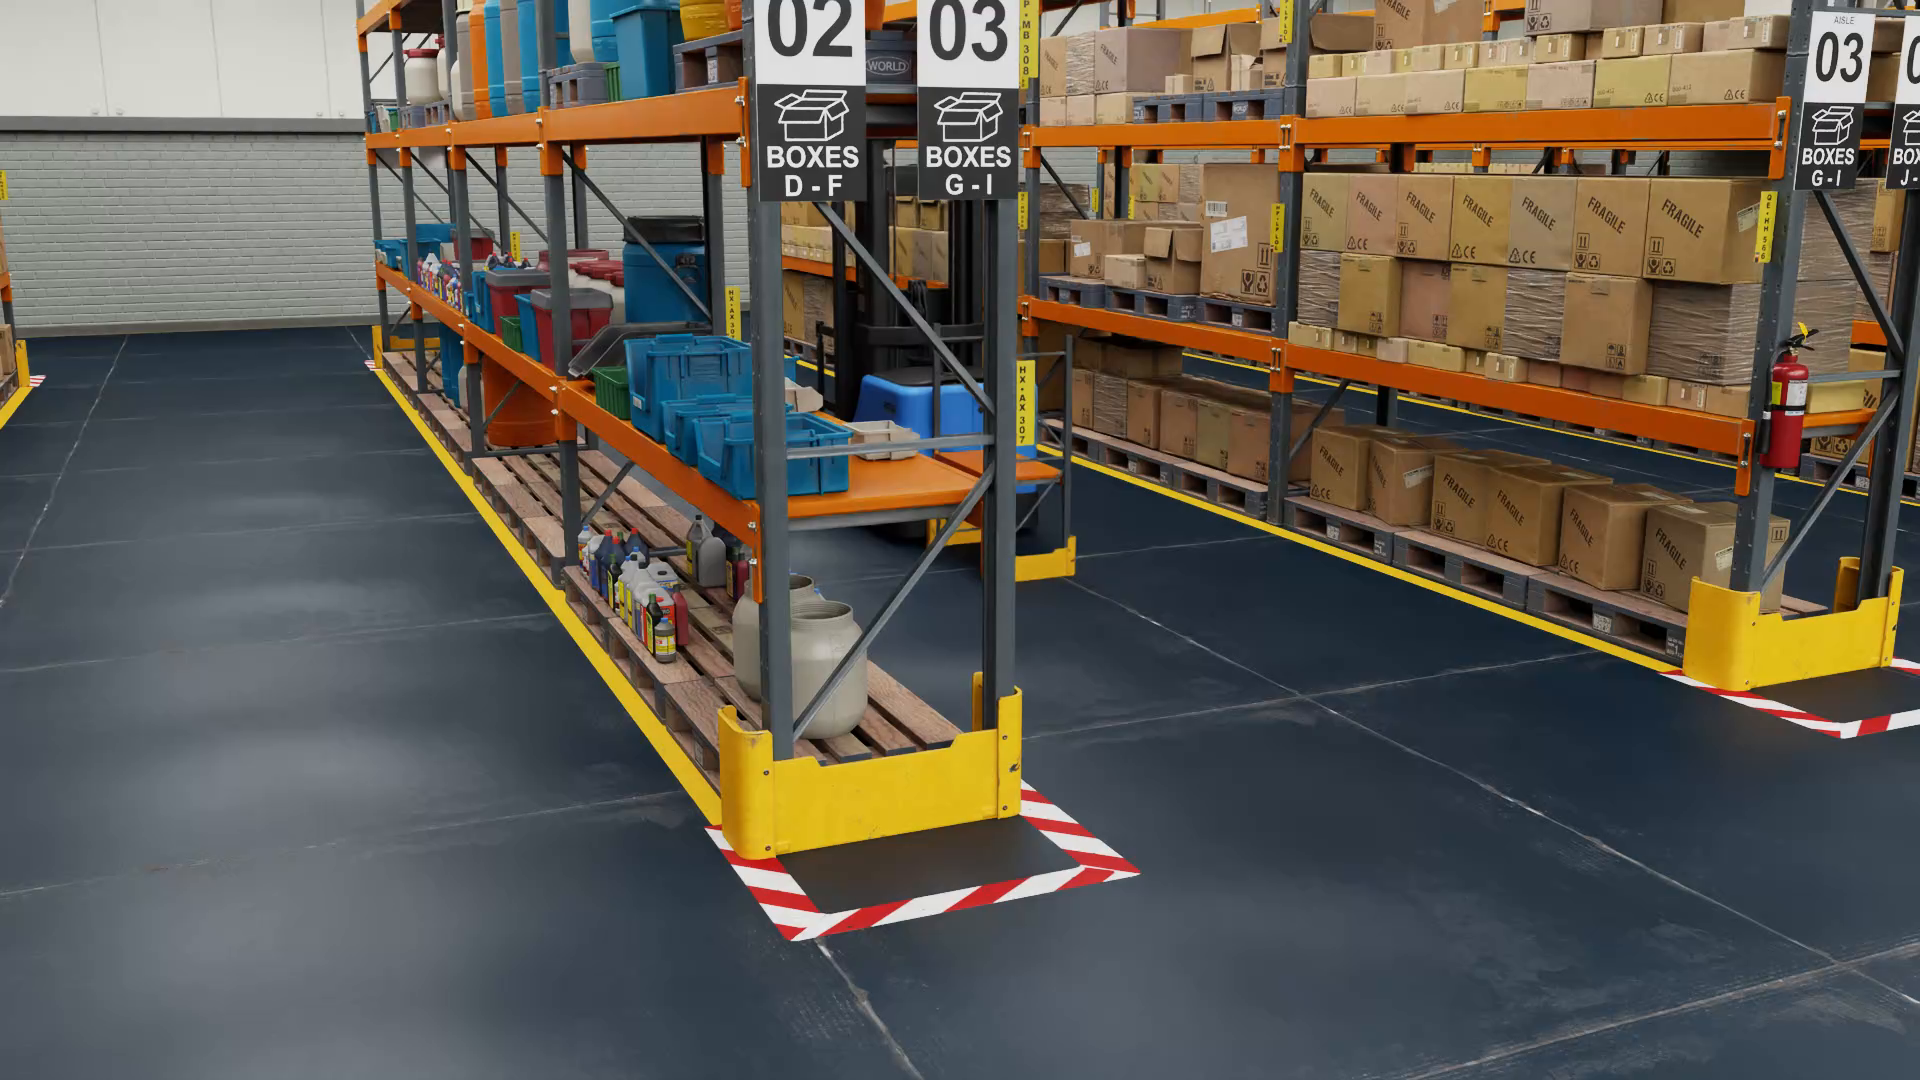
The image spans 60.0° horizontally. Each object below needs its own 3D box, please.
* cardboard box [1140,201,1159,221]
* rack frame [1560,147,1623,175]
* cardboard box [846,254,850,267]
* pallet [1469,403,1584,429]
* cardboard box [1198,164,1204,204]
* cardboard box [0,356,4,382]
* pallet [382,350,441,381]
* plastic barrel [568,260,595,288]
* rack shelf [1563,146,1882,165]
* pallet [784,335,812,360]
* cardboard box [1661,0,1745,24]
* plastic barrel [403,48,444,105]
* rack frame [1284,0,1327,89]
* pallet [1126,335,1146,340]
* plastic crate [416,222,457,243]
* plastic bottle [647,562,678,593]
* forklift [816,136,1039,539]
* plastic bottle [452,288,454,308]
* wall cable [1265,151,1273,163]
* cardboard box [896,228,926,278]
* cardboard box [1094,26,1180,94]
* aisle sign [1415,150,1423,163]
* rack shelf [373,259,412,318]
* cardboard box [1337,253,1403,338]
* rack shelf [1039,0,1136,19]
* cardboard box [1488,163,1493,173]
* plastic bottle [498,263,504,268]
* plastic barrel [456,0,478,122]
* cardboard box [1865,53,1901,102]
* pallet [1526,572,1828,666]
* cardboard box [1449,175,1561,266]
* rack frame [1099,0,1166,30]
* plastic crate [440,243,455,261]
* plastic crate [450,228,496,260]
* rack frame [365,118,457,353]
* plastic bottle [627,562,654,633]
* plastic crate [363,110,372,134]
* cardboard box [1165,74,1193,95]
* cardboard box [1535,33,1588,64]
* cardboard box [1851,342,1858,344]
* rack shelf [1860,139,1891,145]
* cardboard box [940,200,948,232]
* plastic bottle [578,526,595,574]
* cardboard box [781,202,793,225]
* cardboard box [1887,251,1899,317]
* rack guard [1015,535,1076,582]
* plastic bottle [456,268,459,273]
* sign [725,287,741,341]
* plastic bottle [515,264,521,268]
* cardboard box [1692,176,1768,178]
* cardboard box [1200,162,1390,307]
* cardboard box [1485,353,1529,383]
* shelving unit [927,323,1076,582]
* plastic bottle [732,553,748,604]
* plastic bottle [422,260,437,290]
[{"bbox_3d":[2.797,-4.384,22.779,0.500,0.500,0.500,-5,14,-22],"label":"cardboard box"},{"bbox_3d":[8.545,-4.160,22.693,1.000,3.000,0.127,-6,14,-23],"label":"rack frame"},{"bbox_3d":[-1.163,-3.283,19.458,0.380,0.149,0.250,-6,14,-24],"label":"cardboard box"},{"bbox_3d":[5.899,-1.338,16.682,1.003,0.211,1.213,-6,14,-23],"label":"pallet"},{"bbox_3d":[3.402,-4.552,21.287,0.500,0.500,0.500,-6,14,-25],"label":"cardboard box"},{"bbox_3d":[-10.419,-1.783,17.545,0.500,0.250,0.500,-6,14,-23],"label":"cardboard box"},{"bbox_3d":[-6.381,-2.112,20.027,1.003,0.211,1.213,-6,14,-23],"label":"pallet"},{"bbox_3d":[-2.694,-1.766,12.099,0.421,0.512,0.421,0,13,0],"label":"plastic barrel"},{"bbox_3d":[9.347,-4.858,20.651,1.077,0.370,4.000,-6,14,-23],"label":"rack shelf"},{"bbox_3d":[-1.745,-2.575,22.028,1.003,0.211,1.213,-6,14,-23],"label":"pallet"},{"bbox_3d":[3.925,-3.016,9.105,0.500,0.500,0.500,-6,14,-23],"label":"cardboard box"},{"bbox_3d":[-5.092,-4.419,15.924,0.433,0.535,0.433,0,13,0],"label":"plastic barrel"},{"bbox_3d":[2.670,-4.535,11.008,1.000,3.000,0.127,-6,14,-23],"label":"rack frame"},{"bbox_3d":[2.771,-2.974,23.750,1.003,0.211,1.213,-6,14,-23],"label":"pallet"},{"bbox_3d":[-6.370,-3.639,20.227,0.616,0.435,0.499,-6,14,-23],"label":"plastic crate"},{"bbox_3d":[-1.554,0.260,8.659,0.152,0.276,0.135,-6,14,-23],"label":"plastic bottle"},{"bbox_3d":[-0.486,-1.724,12.318,1.130,2.935,3.031,-5,14,-22],"label":"forklift"},{"bbox_3d":[-4.263,-2.073,14.116,0.097,0.201,0.097,0,13,0],"label":"plastic bottle"},{"bbox_3d":[5.958,-6.775,31.738,0.588,1.984,0.122,-6,14,-23],"label":"wall cable"},{"bbox_3d":[-0.377,-3.093,17.858,0.500,0.500,0.500,-6,14,-23],"label":"cardboard box"},{"bbox_3d":[1.428,-3.864,13.429,0.500,0.500,0.500,-6,14,-25],"label":"cardboard box"},{"bbox_3d":[7.198,-6.296,26.156,0.394,0.787,0.004,-6,14,-23],"label":"aisle sign"},{"bbox_3d":[-5.874,-2.881,18.760,1.077,0.370,4.000,-6,14,-23],"label":"rack shelf"},{"bbox_3d":[2.961,-1.601,10.754,0.875,0.500,0.500,-6,14,-23],"label":"cardboard box"},{"bbox_3d":[1.869,-4.403,12.920,1.077,0.370,4.000,-6,14,-23],"label":"rack shelf"},{"bbox_3d":[7.676,-5.317,23.813,0.380,0.149,0.250,-6,14,-24],"label":"cardboard box"},{"bbox_3d":[-4.324,-2.480,15.720,0.097,0.271,0.097,0,13,0],"label":"plastic bottle"},{"bbox_3d":[-3.341,-3.508,12.110,0.600,0.901,0.600,0,13,0],"label":"plastic barrel"},{"bbox_3d":[4.316,-2.297,8.324,0.500,0.250,0.500,-5,14,-21],"label":"cardboard box"},{"bbox_3d":[3.949,0.386,9.235,1.003,0.211,1.213,-6,14,-23],"label":"pallet"},{"bbox_3d":[3.229,-1.869,9.692,0.500,0.500,0.500,-6,14,-23],"label":"cardboard box"},{"bbox_3d":[2.448,-7.442,23.566,1.000,3.000,0.127,-6,14,-23],"label":"rack frame"},{"bbox_3d":[-5.516,-3.122,18.335,0.437,0.282,0.530,-6,14,-23],"label":"plastic crate"},{"bbox_3d":[-5.201,-3.085,17.774,0.402,0.464,0.583,-6,14,-23],"label":"plastic crate"},{"bbox_3d":[-6.675,-3.644,20.464,1.000,3.000,0.127,-6,14,-23],"label":"rack frame"},{"bbox_3d":[-1.605,0.281,8.404,0.144,0.351,0.185,-5,14,-21],"label":"plastic bottle"},{"bbox_3d":[-6.776,-4.937,19.688,0.497,0.269,0.590,-6,14,-23],"label":"plastic crate"},{"bbox_3d":[1.827,-3.543,12.960,0.380,0.166,0.250,-6,14,-25],"label":"cardboard box"},{"bbox_3d":[3.360,-2.667,9.038,0.380,0.149,0.250,-6,15,-26],"label":"cardboard box"},{"bbox_3d":[10.365,-2.141,18.863,0.950,0.372,0.625,-7,15,-27],"label":"cardboard box"},{"bbox_3d":[8.056,-2.737,11.488,1.077,0.370,4.000,-6,14,-23],"label":"rack shelf"},{"bbox_3d":[0.256,-3.402,16.969,0.797,0.503,0.637,-5,14,-21],"label":"cardboard box"},{"bbox_3d":[-2.142,0.055,9.554,0.097,0.271,0.097,0,13,0],"label":"plastic bottle"},{"bbox_3d":[-1.992,-4.302,21.315,0.500,0.500,0.500,-6,14,-24],"label":"cardboard box"},{"bbox_3d":[7.655,-1.926,12.706,0.875,0.550,0.550,-6,14,-23],"label":"cardboard box"},{"bbox_3d":[0.439,0.120,10.299,0.587,0.250,0.087,-5,14,-22],"label":"rack guard"},{"bbox_3d":[-4.541,-2.332,15.080,0.097,0.271,0.097,0,13,0],"label":"plastic bottle"},{"bbox_3d":[-1.360,-1.347,9.925,0.100,0.325,0.005,-6,14,-23],"label":"sign"},{"bbox_3d":[-4.124,-2.450,15.578,0.152,0.276,0.135,-6,14,-23],"label":"plastic bottle"},{"bbox_3d":[4.108,-1.709,9.003,0.500,0.500,0.500,-6,14,-23],"label":"cardboard box"},{"bbox_3d":[2.480,-2.286,12.334,1.000,1.000,1.000,-6,14,-23],"label":"cardboard box"},{"bbox_3d":[3.272,-1.004,9.614,0.380,0.149,0.250,-6,14,-23],"label":"cardboard box"},{"bbox_3d":[0.249,-0.593,10.606,0.587,1.500,1.083,-5,14,-22],"label":"shelving unit"},{"bbox_3d":[-1.176,0.201,8.898,0.061,0.283,0.133,-6,14,-23],"label":"plastic bottle"},{"bbox_3d":[-5.090,-2.552,16.019,0.152,0.276,0.135,-6,14,-23],"label":"plastic bottle"}]
